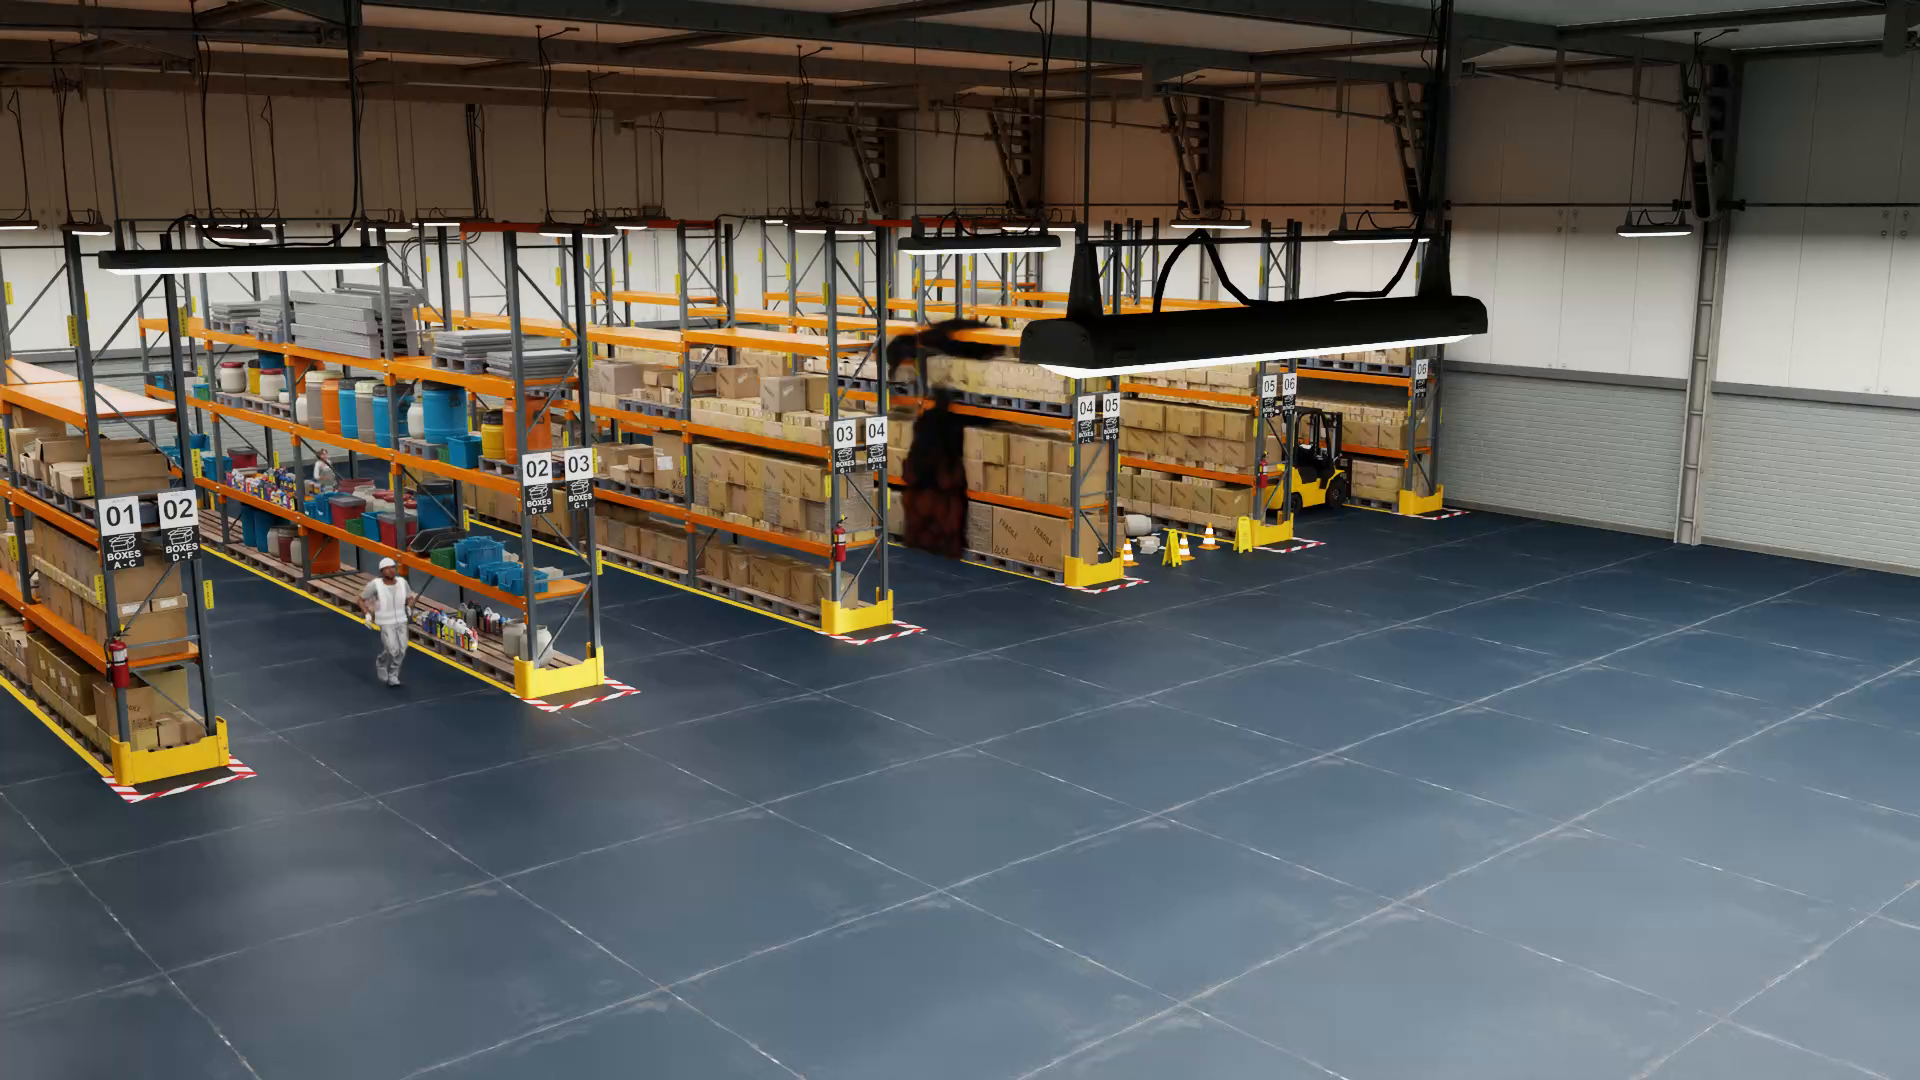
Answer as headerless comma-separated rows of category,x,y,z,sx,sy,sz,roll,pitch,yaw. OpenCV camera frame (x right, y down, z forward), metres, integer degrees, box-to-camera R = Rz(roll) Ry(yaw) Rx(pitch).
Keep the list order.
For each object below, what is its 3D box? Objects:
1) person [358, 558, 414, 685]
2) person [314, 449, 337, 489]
person,-7.496,1.100,21.981,0.679,1.738,0.599,-11,16,-43
person,-12.517,-1.034,32.972,0.570,1.561,0.521,9,14,37
